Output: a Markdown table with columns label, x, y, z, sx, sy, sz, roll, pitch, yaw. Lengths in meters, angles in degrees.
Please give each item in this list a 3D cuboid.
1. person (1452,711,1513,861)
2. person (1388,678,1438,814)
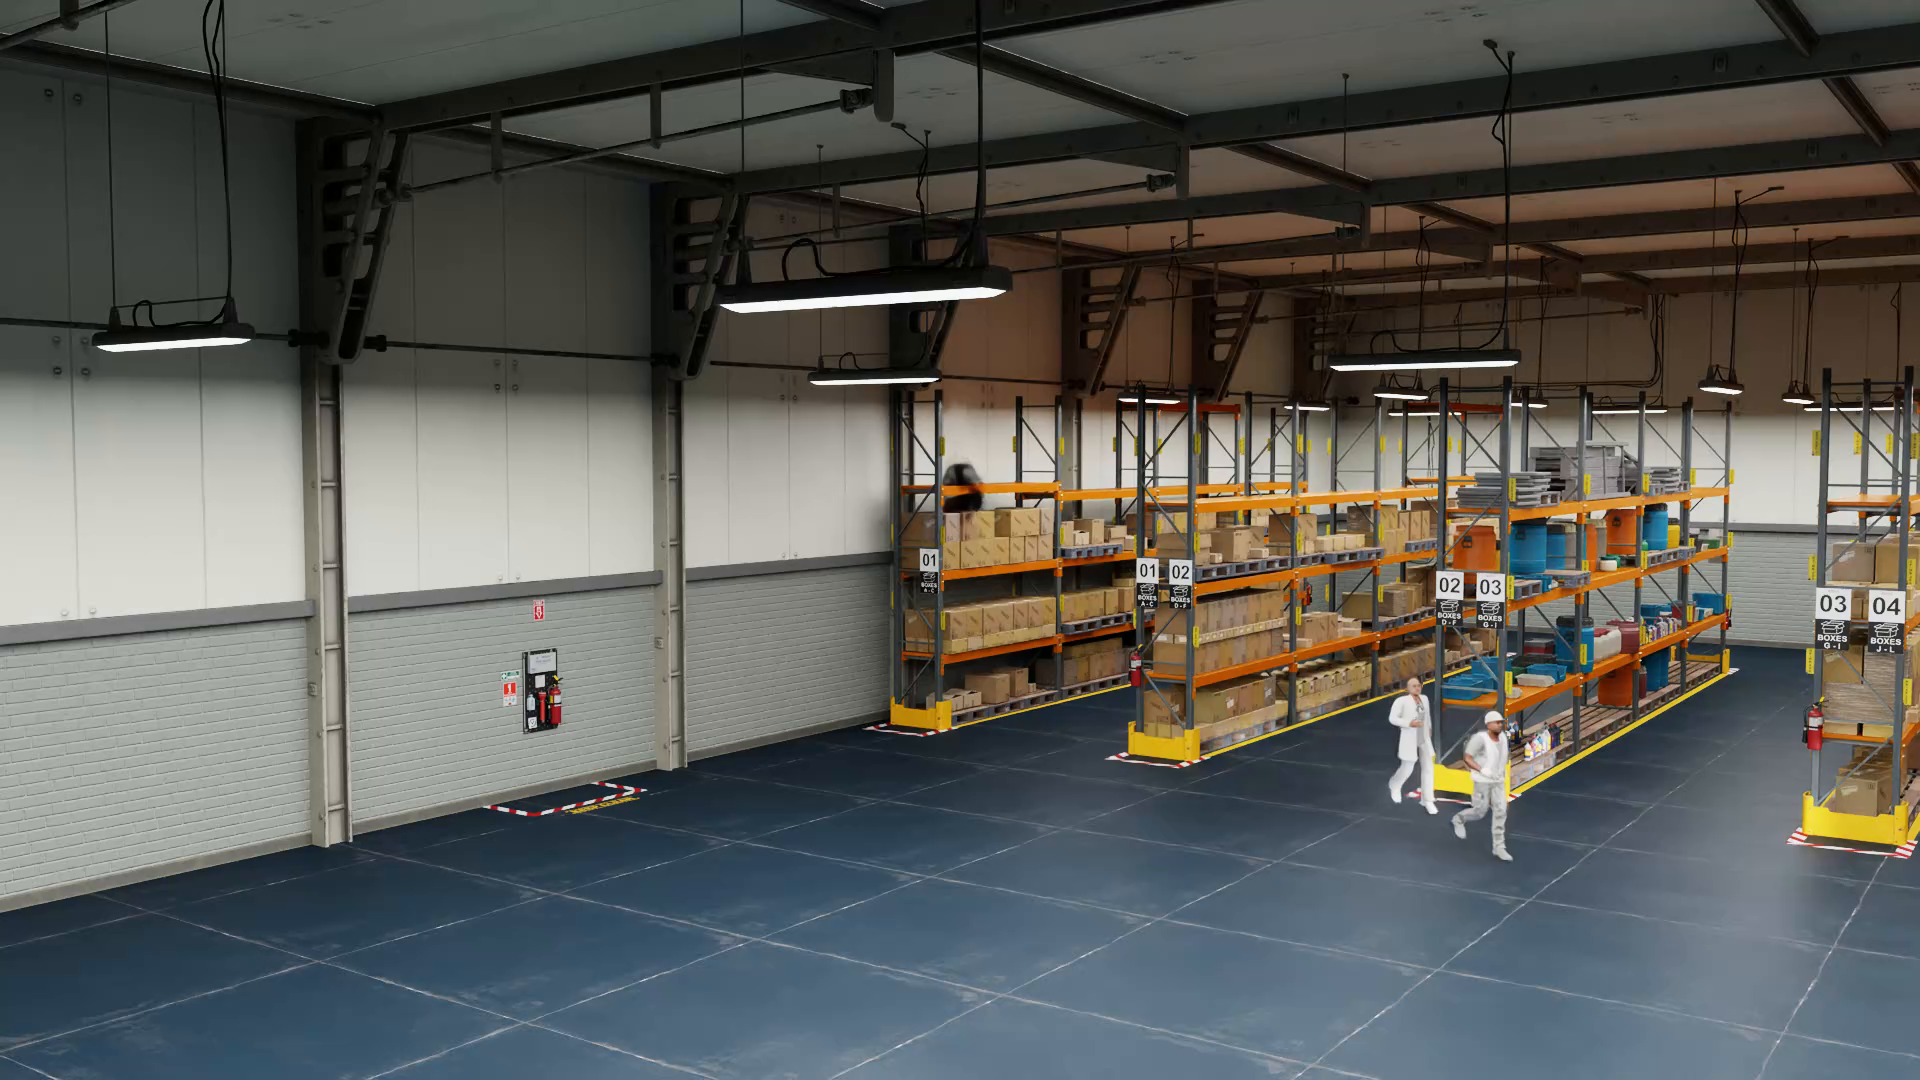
| label | x | y | z | sx | sy | sz | roll | pitch | yaw |
| --- | --- | --- | --- | --- | --- | --- | --- | --- | --- |
| person | 6.460 | 2.970 | 20.433 | 0.706 | 1.770 | 0.994 | -2 | 4 | -28 |
| person | 6.256 | 2.821 | 23.003 | 0.724 | 1.810 | 0.940 | -1 | 3 | -18 |
